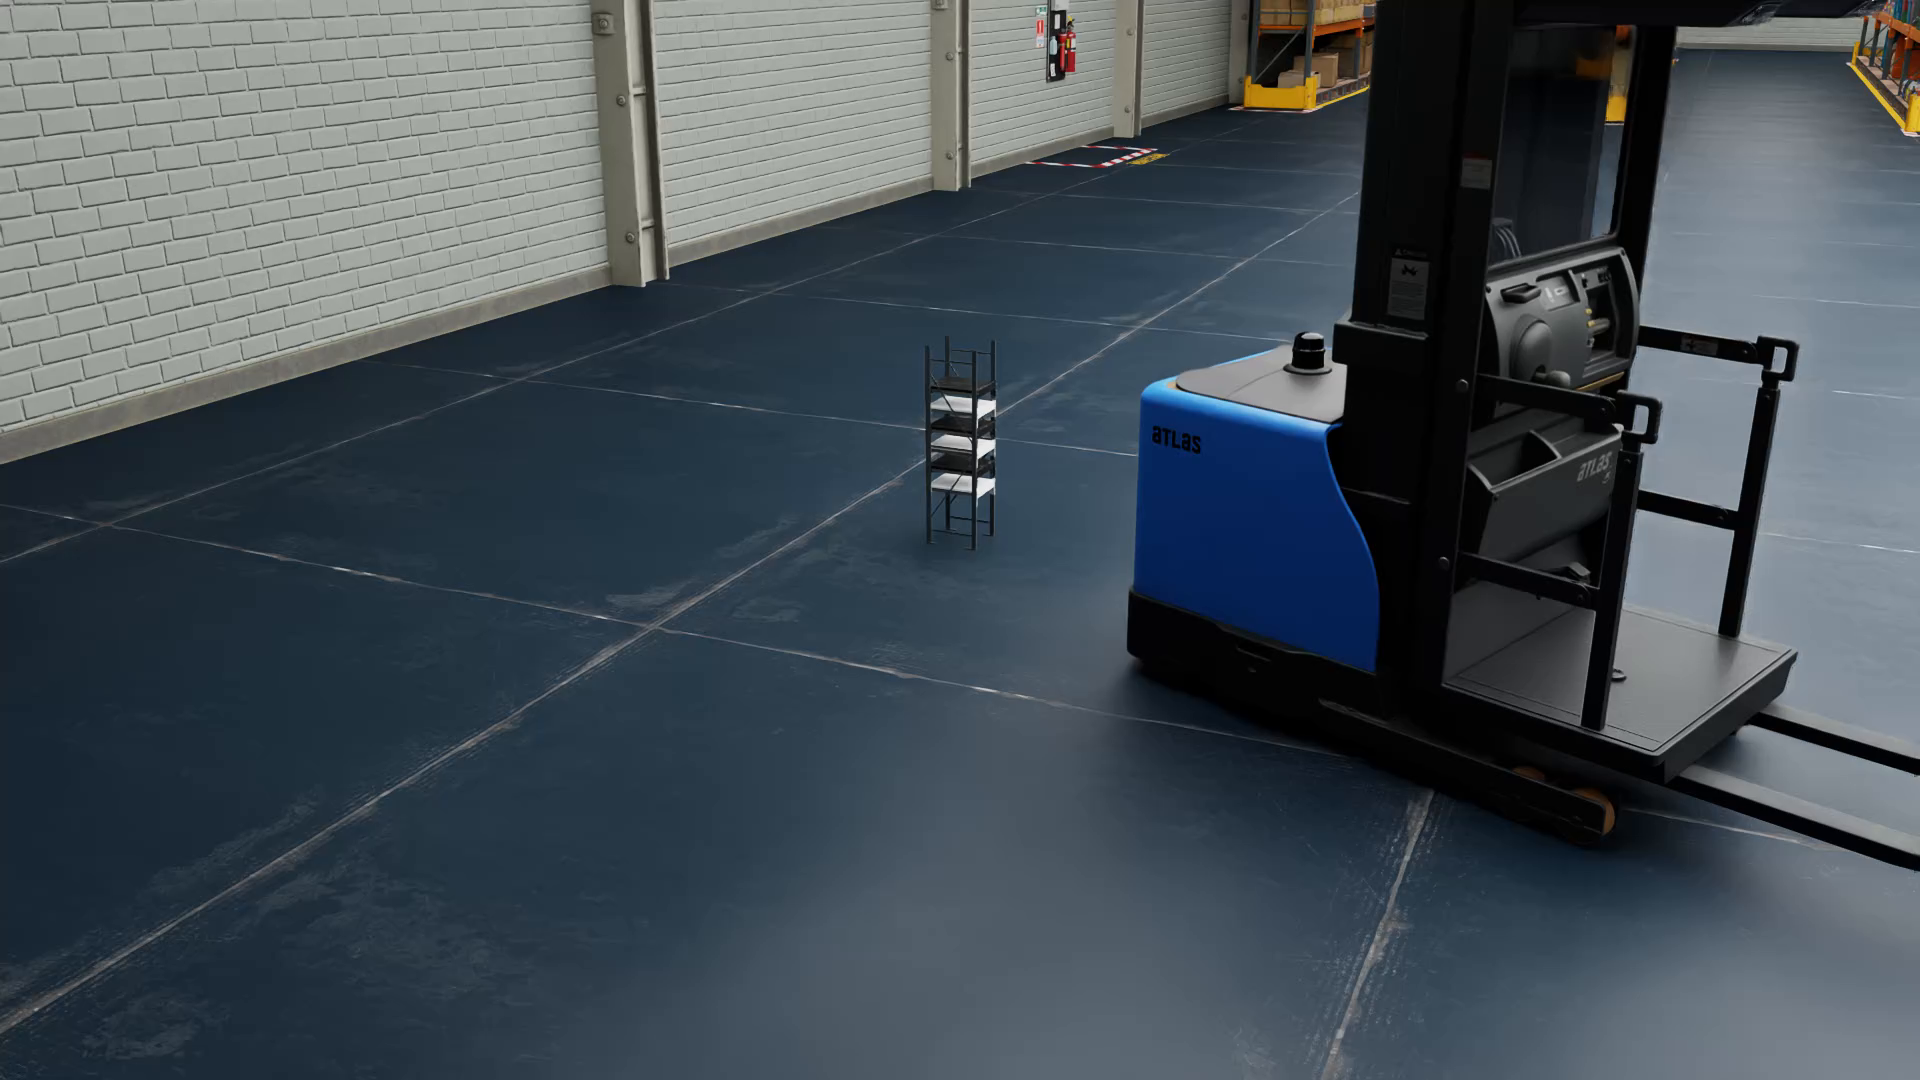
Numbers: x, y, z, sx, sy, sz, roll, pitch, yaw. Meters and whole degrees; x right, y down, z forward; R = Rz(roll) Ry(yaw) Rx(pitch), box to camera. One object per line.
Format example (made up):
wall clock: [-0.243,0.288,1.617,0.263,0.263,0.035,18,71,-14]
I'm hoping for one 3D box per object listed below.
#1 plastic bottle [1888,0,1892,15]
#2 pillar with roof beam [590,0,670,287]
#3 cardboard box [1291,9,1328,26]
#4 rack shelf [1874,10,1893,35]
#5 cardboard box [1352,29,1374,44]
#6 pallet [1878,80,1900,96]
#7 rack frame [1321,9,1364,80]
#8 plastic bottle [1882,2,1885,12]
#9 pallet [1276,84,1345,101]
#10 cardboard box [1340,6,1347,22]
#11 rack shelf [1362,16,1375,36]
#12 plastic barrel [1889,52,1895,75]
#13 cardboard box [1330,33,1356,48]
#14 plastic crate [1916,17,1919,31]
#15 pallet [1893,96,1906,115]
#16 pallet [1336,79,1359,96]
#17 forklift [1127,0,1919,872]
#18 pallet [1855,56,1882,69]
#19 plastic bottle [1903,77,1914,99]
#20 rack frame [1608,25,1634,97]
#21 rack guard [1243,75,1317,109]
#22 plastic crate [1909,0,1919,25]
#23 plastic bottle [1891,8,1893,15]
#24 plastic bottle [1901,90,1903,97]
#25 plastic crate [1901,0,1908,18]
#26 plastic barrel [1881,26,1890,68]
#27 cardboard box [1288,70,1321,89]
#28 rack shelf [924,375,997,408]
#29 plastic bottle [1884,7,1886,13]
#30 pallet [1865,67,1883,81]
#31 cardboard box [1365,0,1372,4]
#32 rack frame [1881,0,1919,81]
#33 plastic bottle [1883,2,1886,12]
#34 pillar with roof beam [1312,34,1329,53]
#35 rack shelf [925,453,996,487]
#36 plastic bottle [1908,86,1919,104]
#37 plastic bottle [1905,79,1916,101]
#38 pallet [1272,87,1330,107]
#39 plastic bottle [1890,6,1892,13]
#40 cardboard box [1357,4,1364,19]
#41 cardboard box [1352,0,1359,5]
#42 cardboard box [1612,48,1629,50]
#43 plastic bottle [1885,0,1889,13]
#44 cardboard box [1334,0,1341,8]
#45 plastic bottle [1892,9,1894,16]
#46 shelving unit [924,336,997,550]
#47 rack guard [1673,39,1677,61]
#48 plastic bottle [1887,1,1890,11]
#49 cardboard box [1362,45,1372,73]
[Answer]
plastic bottle: [18.006,-10.310,32.156,0.061,0.283,0.133,9,21,23]
pillar with roof beam: [1.371,-5.716,10.111,9.100,9.000,0.400,9,21,23]
cardboard box: [5.806,-8.694,27.633,0.500,0.250,0.500,8,21,21]
rack shelf: [18.450,-10.008,32.208,1.077,0.370,4.000,9,21,23]
cardboard box: [8.055,-10.085,33.305,0.500,0.250,0.500,9,21,24]
pallet: [17.279,-8.190,30.184,1.003,0.211,1.213,9,21,23]
rack frame: [6.955,-9.872,30.752,1.000,3.000,0.127,9,21,23]
plastic bottle: [18.675,-10.809,33.561,0.061,0.283,0.133,9,21,23]
pallet: [6.214,-7.974,29.576,1.003,0.211,1.213,9,21,23]
cardboard box: [6.429,-9.164,28.954,0.500,0.250,0.500,9,21,23]
rack shelf: [7.774,-10.145,32.592,1.077,0.370,4.000,9,21,23]
plastic barrel: [17.966,-9.098,31.662,0.421,0.512,0.421,0,20,0]
cardboard box: [7.418,-9.618,31.991,0.500,0.250,0.500,8,21,22]
plastic crate: [15.180,-8.037,25.907,0.450,0.188,0.662,9,21,23]
pallet: [15.680,-7.000,26.836,1.003,0.211,1.213,9,21,23]
pallet: [6.712,-8.348,30.628,1.003,0.211,1.213,9,21,23]
forklift: [2.010,-0.674,4.990,1.130,2.935,3.031,-18,27,-42]
pallet: [20.534,-10.621,37.018,1.003,0.211,1.213,9,21,23]
plastic bottle: [15.207,-7.225,26.604,0.144,0.351,0.185,8,21,20]
rack frame: [9.838,-7.971,25.406,1.000,3.000,0.127,9,21,23]
rack guard: [5.348,-7.495,27.798,1.175,0.500,0.348,9,21,23]
plastic crate: [15.912,-8.733,27.453,0.402,0.464,0.583,9,21,23]
plastic bottle: [17.686,-10.017,31.455,0.097,0.201,0.097,0,20,0]
plastic bottle: [15.380,-7.302,27.045,0.097,0.201,0.097,0,20,0]
plastic crate: [16.690,-9.314,29.086,0.402,0.464,0.583,9,21,23]
plastic barrel: [19.031,-10.004,33.627,0.600,0.901,0.708,9,21,23]
cardboard box: [5.916,-7.964,28.741,0.500,0.311,0.500,11,22,27]
rack shelf: [0.003,-0.649,7.246,0.258,0.077,0.200,9,21,23]
plastic bottle: [18.430,-10.573,33.018,0.097,0.201,0.097,0,20,0]
pallet: [18.915,-9.415,33.626,1.003,0.211,1.213,9,21,23]
cardboard box: [7.430,-10.448,31.564,0.700,0.500,0.500,11,22,28]
rack frame: [17.631,-9.736,30.368,1.000,3.000,0.127,9,21,23]
plastic bottle: [18.582,-10.699,33.262,0.152,0.276,0.135,9,21,23]
pillar with roof beam: [11.199,-13.052,30.741,9.100,9.000,0.400,9,21,23]
rack shelf: [0.003,-0.310,7.366,0.258,0.077,0.200,9,21,23]
plastic bottle: [14.836,-6.909,25.828,0.152,0.276,0.135,9,21,23]
plastic bottle: [15.033,-7.095,26.239,0.144,0.351,0.185,8,21,22]
pallet: [5.713,-7.603,28.531,1.003,0.211,1.213,9,21,23]
plastic bottle: [17.845,-10.136,31.790,0.097,0.201,0.097,0,20,0]
cardboard box: [7.038,-9.625,30.250,0.500,0.250,0.500,9,21,23]
cardboard box: [6.844,-9.824,29.691,0.500,0.500,0.500,8,21,22]
cardboard box: [10.877,-7.818,27.334,0.500,0.500,0.500,9,21,23]
plastic bottle: [18.353,-10.528,32.780,0.152,0.276,0.135,9,21,23]
cardboard box: [6.215,-9.353,28.367,0.500,0.500,0.500,8,21,21]
plastic bottle: [17.566,-9.928,31.204,0.097,0.201,0.097,0,20,0]
shelving unit: [0.003,-0.426,7.325,0.258,0.900,0.210,9,21,23]
rack guard: [16.359,-11.661,39.513,1.175,0.500,0.348,9,21,23]
plastic bottle: [18.186,-10.423,32.493,0.097,0.271,0.097,0,20,0]
cardboard box: [7.653,-9.445,32.623,0.700,0.500,0.500,9,21,23]
